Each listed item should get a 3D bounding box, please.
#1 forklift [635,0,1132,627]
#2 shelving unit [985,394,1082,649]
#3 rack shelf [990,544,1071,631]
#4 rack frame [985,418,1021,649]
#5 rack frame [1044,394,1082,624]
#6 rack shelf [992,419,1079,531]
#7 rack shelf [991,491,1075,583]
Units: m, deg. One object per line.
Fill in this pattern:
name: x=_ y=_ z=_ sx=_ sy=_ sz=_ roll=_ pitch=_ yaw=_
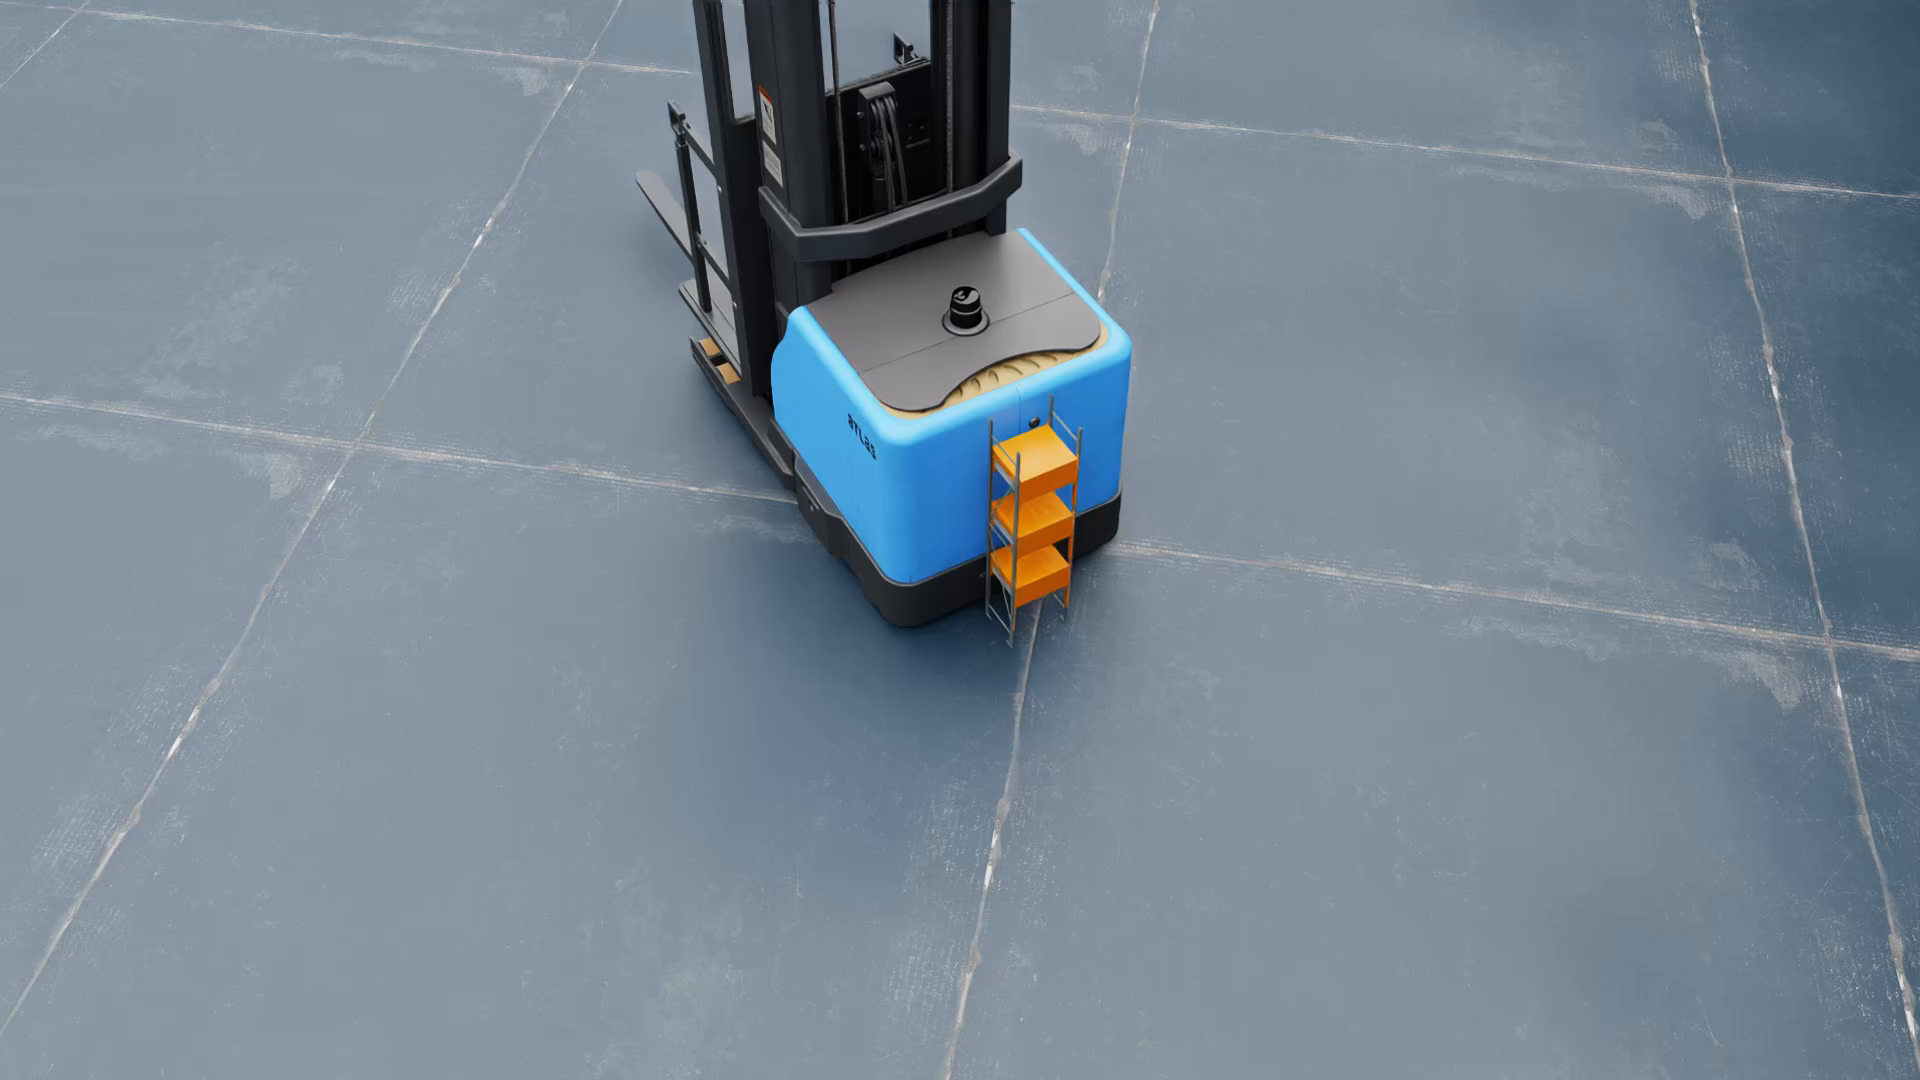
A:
forklift: x=-0.529 y=-1.744 z=6.319 sx=1.130 sy=2.935 sz=3.031 roll=-23 pitch=52 yaw=-19
shelving unit: x=0.257 y=-0.046 z=6.058 sx=0.252 sy=1.050 sz=0.215 roll=-23 pitch=52 yaw=-19
rack shelf: x=0.257 y=0.147 z=6.272 sx=0.240 sy=0.259 sz=0.215 roll=-23 pitch=52 yaw=-19
rack frame: x=0.151 y=-0.001 z=6.017 sx=0.008 sy=1.050 sz=0.200 roll=-23 pitch=52 yaw=-19
rack frame: x=0.363 y=-0.091 z=6.098 sx=0.008 sy=1.050 sz=0.200 roll=-23 pitch=52 yaw=-19
rack shelf: x=0.257 y=-0.229 z=5.854 sx=0.240 sy=0.259 sz=0.215 roll=-23 pitch=52 yaw=-19
rack shelf: x=0.257 y=-0.039 z=6.065 sx=0.240 sy=0.259 sz=0.215 roll=-23 pitch=52 yaw=-19
